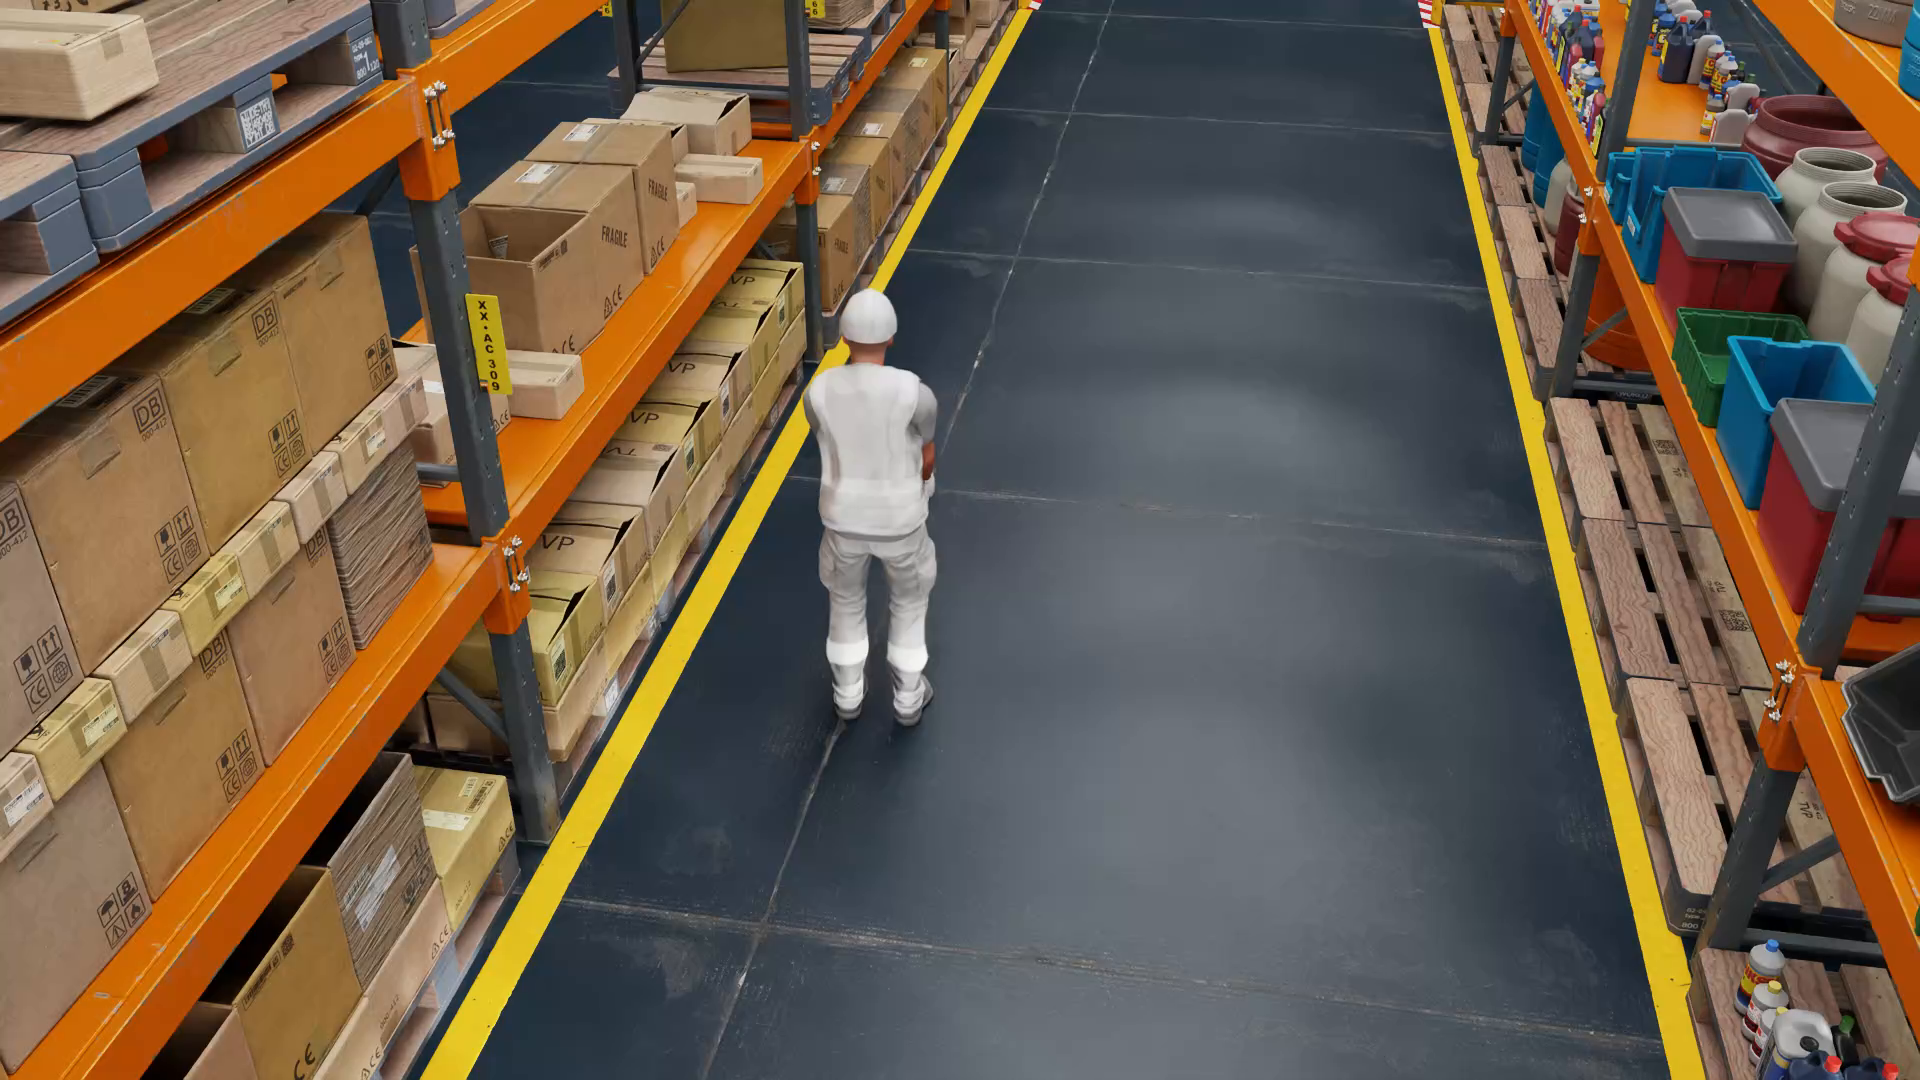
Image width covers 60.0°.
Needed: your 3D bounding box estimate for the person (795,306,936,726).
[{"bbox_3d":[-0.311,-0.128,6.323,0.472,1.782,0.560,6,33,9],"label":"person"}]
